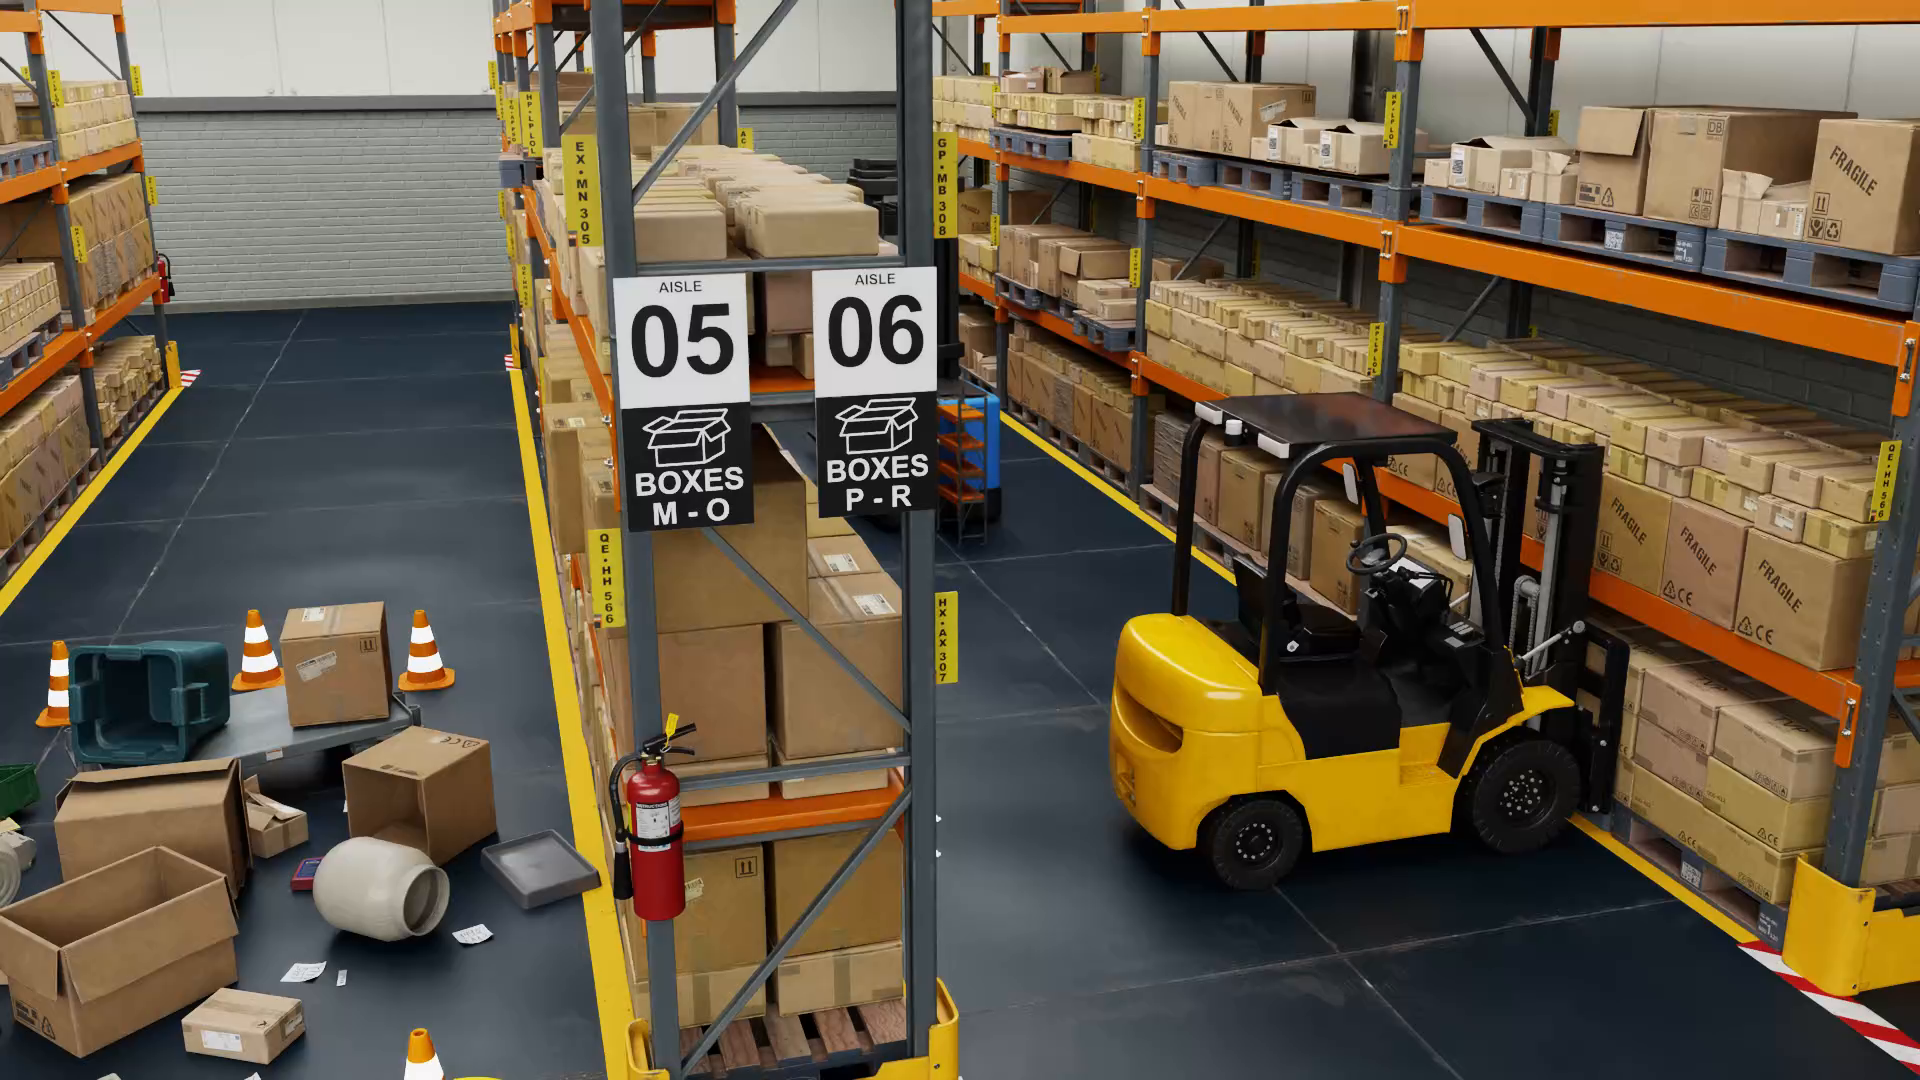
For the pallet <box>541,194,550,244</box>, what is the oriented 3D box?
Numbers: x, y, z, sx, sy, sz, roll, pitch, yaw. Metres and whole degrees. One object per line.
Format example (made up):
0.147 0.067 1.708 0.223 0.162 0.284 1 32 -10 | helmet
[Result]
-1.745 -1.842 9.482 1.213 0.211 1.003 -5 17 -15 | pallet

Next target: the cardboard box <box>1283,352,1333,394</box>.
2.565 -1.134 11.406 0.500 0.250 0.500 -5 17 -17 | cardboard box

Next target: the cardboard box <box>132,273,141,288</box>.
-9.138 -2.819 18.060 0.380 0.149 0.250 -4 17 -14 | cardboard box

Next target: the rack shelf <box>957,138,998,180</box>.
0.346 -4.567 19.480 1.077 0.370 4.000 -5 17 -15 | rack shelf

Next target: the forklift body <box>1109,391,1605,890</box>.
1.918 0.423 8.304 2.313 2.155 1.214 -5 17 -15 | forklift body

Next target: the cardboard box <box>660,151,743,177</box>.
-1.250 -1.799 8.063 0.380 0.149 0.250 -4 17 -14 | cardboard box

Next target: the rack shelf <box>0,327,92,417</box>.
-8.058 -1.212 13.522 1.077 0.370 4.000 -5 17 -15 | rack shelf

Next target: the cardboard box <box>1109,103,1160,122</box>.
1.523 -3.736 14.513 0.380 0.149 0.250 -5 18 -17 | cardboard box

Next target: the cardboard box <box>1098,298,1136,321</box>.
1.445 -2.048 14.763 0.380 0.149 0.250 -4 17 -14 | cardboard box

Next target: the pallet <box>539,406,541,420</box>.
-4.010 -1.410 17.778 1.003 0.211 1.213 -5 17 -15 | pallet

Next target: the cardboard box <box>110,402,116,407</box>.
-8.708 -1.276 16.711 0.380 0.149 0.250 -5 17 -16 | cardboard box

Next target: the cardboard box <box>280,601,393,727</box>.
-3.381 0.668 9.044 0.500 0.500 0.500 -5 17 -15 | cardboard box

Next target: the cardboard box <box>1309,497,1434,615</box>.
2.940 0.083 11.358 0.875 0.625 0.625 -4 17 -13 | cardboard box

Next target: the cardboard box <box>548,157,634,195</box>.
-1.695 -1.683 7.677 0.380 0.149 0.250 -5 17 -16 | cardboard box

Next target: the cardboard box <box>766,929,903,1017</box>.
-0.534 1.661 6.757 0.500 0.250 0.500 -5 17 -16 | cardboard box

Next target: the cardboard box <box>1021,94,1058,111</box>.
0.822 -4.302 16.361 0.380 0.149 0.250 -5 17 -16 | cardboard box

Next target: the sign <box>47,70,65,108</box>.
-8.075 -4.027 14.847 0.100 0.325 0.005 -5 17 -15 | sign

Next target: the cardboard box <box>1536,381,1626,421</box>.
3.326 -0.749 8.912 0.380 0.149 0.250 -5 17 -15 | cardboard box

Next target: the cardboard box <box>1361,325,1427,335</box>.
3.022 -1.399 11.593 0.380 0.149 0.250 -5 17 -16 | cardboard box

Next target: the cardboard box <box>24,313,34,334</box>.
-8.019 -1.809 13.968 0.380 0.149 0.250 -5 18 -18 | cardboard box

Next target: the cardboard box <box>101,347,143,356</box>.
-9.101 -1.998 18.081 0.380 0.149 0.250 -5 18 -17 | cardboard box

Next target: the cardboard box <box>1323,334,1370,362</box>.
2.681 -1.287 11.220 0.380 0.149 0.250 -5 17 -15 | cardboard box

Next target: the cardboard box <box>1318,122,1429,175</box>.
2.661 -2.533 10.708 0.500 0.311 0.500 -5 18 -17 | cardboard box

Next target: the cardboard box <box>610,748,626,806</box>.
-1.215 0.939 6.730 0.380 0.149 0.250 -4 17 -14 | cardboard box

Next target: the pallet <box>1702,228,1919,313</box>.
4.024 -1.195 7.155 1.003 0.211 1.213 -5 17 -15 | pallet

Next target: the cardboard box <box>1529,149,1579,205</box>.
3.210 -1.896 8.666 0.396 0.266 0.258 -5 17 -17 | cardboard box

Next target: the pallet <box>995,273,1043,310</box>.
1.010 -2.601 17.229 1.003 0.211 1.213 -5 17 -15 | pallet

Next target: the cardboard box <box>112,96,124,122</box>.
-9.194 -4.571 17.634 0.500 0.250 0.500 -5 17 -17 | cardboard box

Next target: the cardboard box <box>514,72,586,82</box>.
-4.278 -4.634 17.369 0.797 0.503 0.637 -3 17 -11 | cardboard box

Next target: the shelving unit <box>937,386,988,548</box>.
0.012 -0.591 13.335 0.258 1.200 0.503 -6 18 -20 | shelving unit

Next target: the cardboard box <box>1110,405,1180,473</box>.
1.672 -0.920 14.915 0.500 0.500 0.500 -4 17 -14 | cardboard box

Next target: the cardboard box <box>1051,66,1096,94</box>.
1.150 -4.679 16.895 0.396 0.266 0.258 -5 17 -15 | cardboard box

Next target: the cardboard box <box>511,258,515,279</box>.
-4.831 -3.248 18.876 0.500 0.500 0.500 -5 17 -16 | cardboard box

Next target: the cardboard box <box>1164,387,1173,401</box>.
2.104 -1.375 15.303 0.380 0.149 0.250 -4 17 -14 | cardboard box

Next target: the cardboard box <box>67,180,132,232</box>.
-9.051 -3.495 17.444 0.500 0.500 0.500 -4 17 -12 | cardboard box

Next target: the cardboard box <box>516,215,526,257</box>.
-3.865 -2.773 15.556 0.500 0.500 0.500 -5 17 -16 | cardboard box

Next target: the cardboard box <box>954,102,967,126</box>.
0.239 -4.829 18.843 0.500 0.250 0.500 -4 17 -14 | cardboard box

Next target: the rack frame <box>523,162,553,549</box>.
-2.777 -1.422 12.973 1.000 3.000 0.127 -5 17 -15 | rack frame

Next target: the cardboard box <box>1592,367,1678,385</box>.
3.768 -0.864 9.294 0.380 0.149 0.250 -5 17 -16 | cardboard box

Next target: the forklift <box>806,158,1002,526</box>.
-0.650 -1.896 14.670 1.130 2.935 3.031 -6 18 -20 | forklift

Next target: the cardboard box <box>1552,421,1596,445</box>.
3.334 -0.530 8.700 0.380 0.149 0.250 -5 17 -16 | cardboard box

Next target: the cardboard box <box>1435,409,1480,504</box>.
3.124 -0.471 9.633 0.500 0.500 0.500 -4 17 -14 | cardboard box

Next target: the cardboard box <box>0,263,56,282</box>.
-8.310 -2.380 14.832 0.380 0.149 0.250 -4 17 -13 | cardboard box

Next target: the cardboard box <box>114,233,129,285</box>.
-8.924 -2.881 17.139 0.500 0.500 0.500 -4 17 -12 | cardboard box

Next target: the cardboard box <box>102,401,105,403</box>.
-8.556 -1.276 16.195 0.380 0.149 0.250 -5 17 -15 | cardboard box

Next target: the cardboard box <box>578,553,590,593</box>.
-1.539 -0.086 7.832 0.500 0.500 0.500 -5 17 -16 | cardboard box

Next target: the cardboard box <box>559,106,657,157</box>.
-1.960 -2.271 9.248 0.500 0.250 0.500 -4 17 -14 | cardboard box

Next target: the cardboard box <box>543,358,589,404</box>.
-1.534 -0.562 7.681 0.700 0.500 0.500 -5 17 -16 | cardboard box

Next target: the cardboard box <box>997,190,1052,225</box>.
0.742 -3.785 19.279 0.500 0.500 0.500 -5 17 -17 | cardboard box

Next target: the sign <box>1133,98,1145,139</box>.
1.472 -3.458 13.636 0.100 0.325 0.005 -5 17 -15 | sign

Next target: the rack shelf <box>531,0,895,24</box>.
-1.128 -2.290 6.689 1.077 0.370 4.000 -5 17 -15 | rack shelf

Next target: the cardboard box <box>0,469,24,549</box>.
-7.458 -0.223 12.595 0.500 0.500 0.500 -5 18 -18 | cardboard box

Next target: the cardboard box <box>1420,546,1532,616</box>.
3.056 0.228 9.789 0.500 0.250 0.500 -5 17 -15 | cardboard box

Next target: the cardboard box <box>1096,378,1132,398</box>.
1.481 -1.396 15.374 0.380 0.149 0.250 -5 18 -17 | cardboard box

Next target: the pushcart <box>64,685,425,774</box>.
-3.856 1.134 9.021 1.648 0.377 0.936 -12 20 -34 | pushcart

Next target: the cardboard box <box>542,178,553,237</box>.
-1.820 -1.680 8.360 0.500 0.250 0.500 -5 17 -16 | cardboard box
